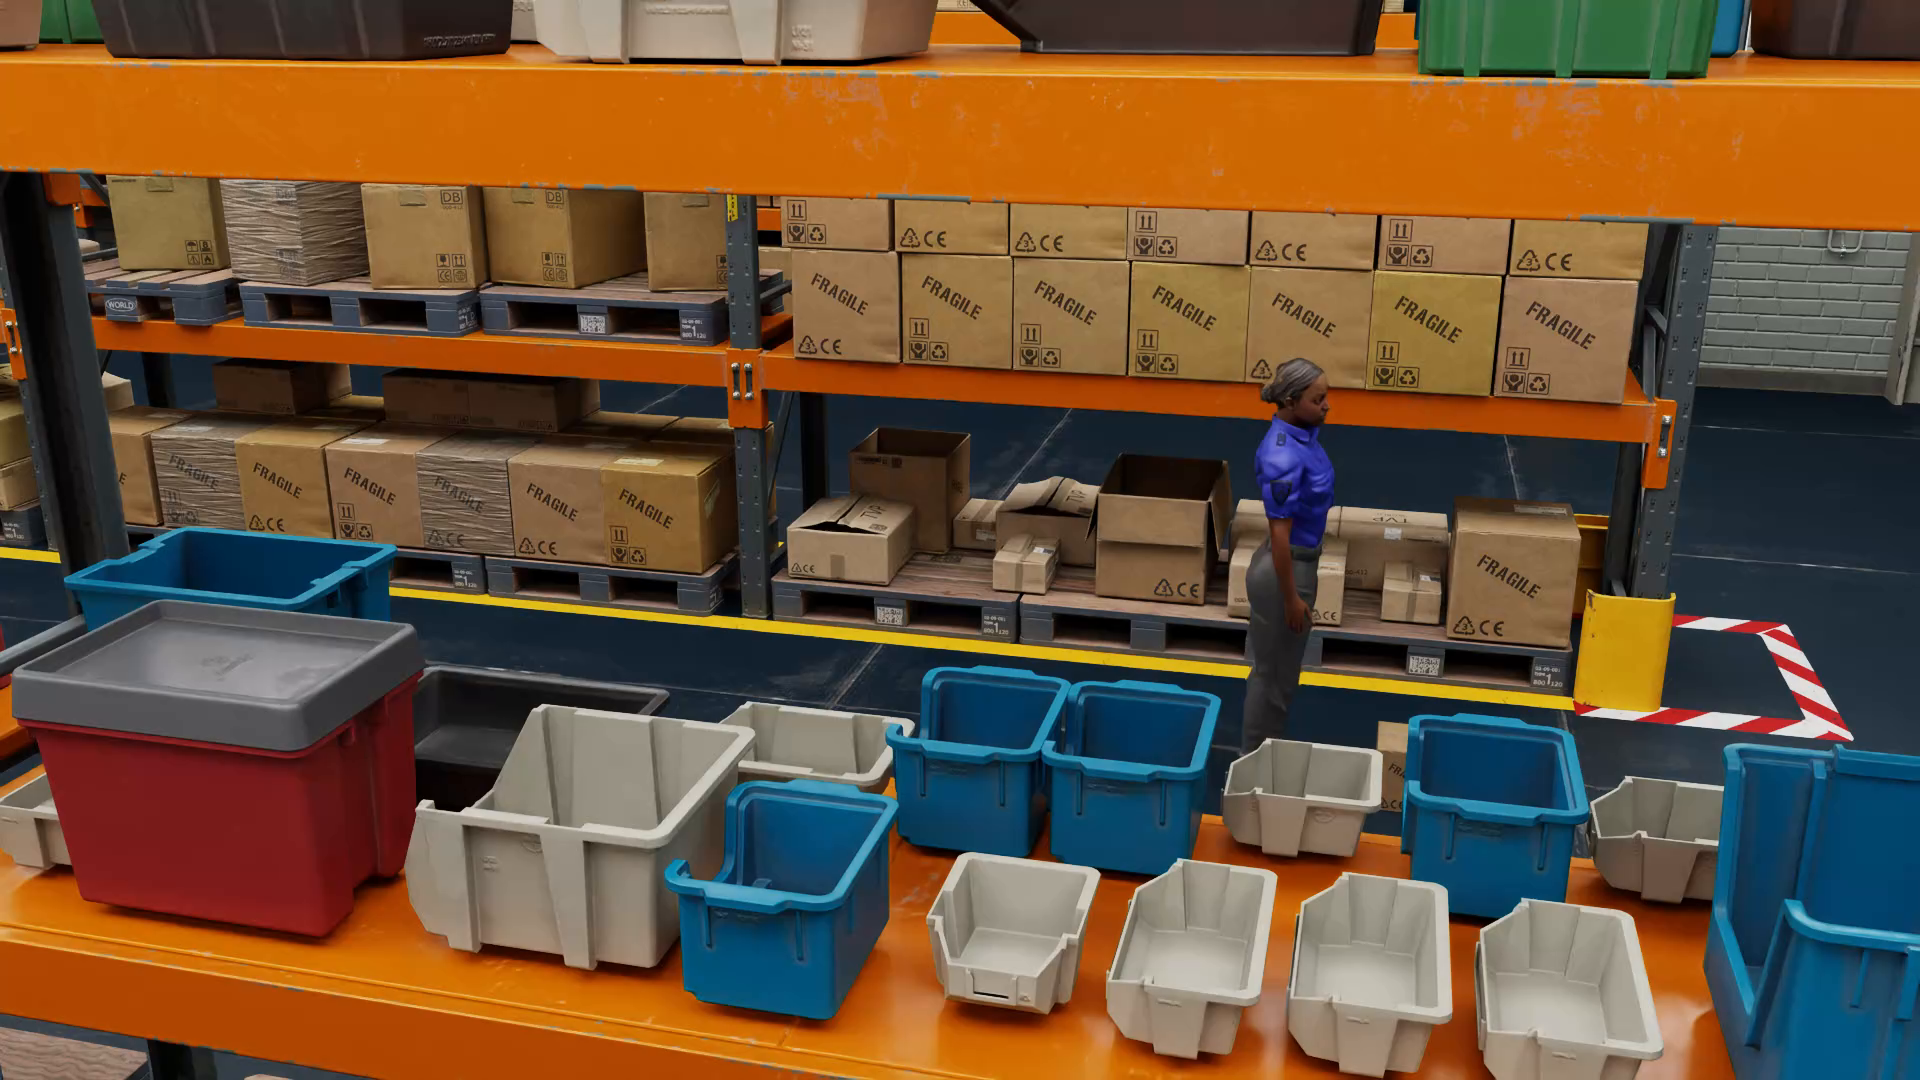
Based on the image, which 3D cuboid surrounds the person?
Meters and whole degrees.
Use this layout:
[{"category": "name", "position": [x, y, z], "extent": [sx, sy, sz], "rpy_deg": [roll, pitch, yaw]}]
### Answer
[{"category": "person", "position": [1.217, 0.152, 6.120], "extent": [0.318, 1.679, 0.468], "rpy_deg": [5, 19, 15]}]
